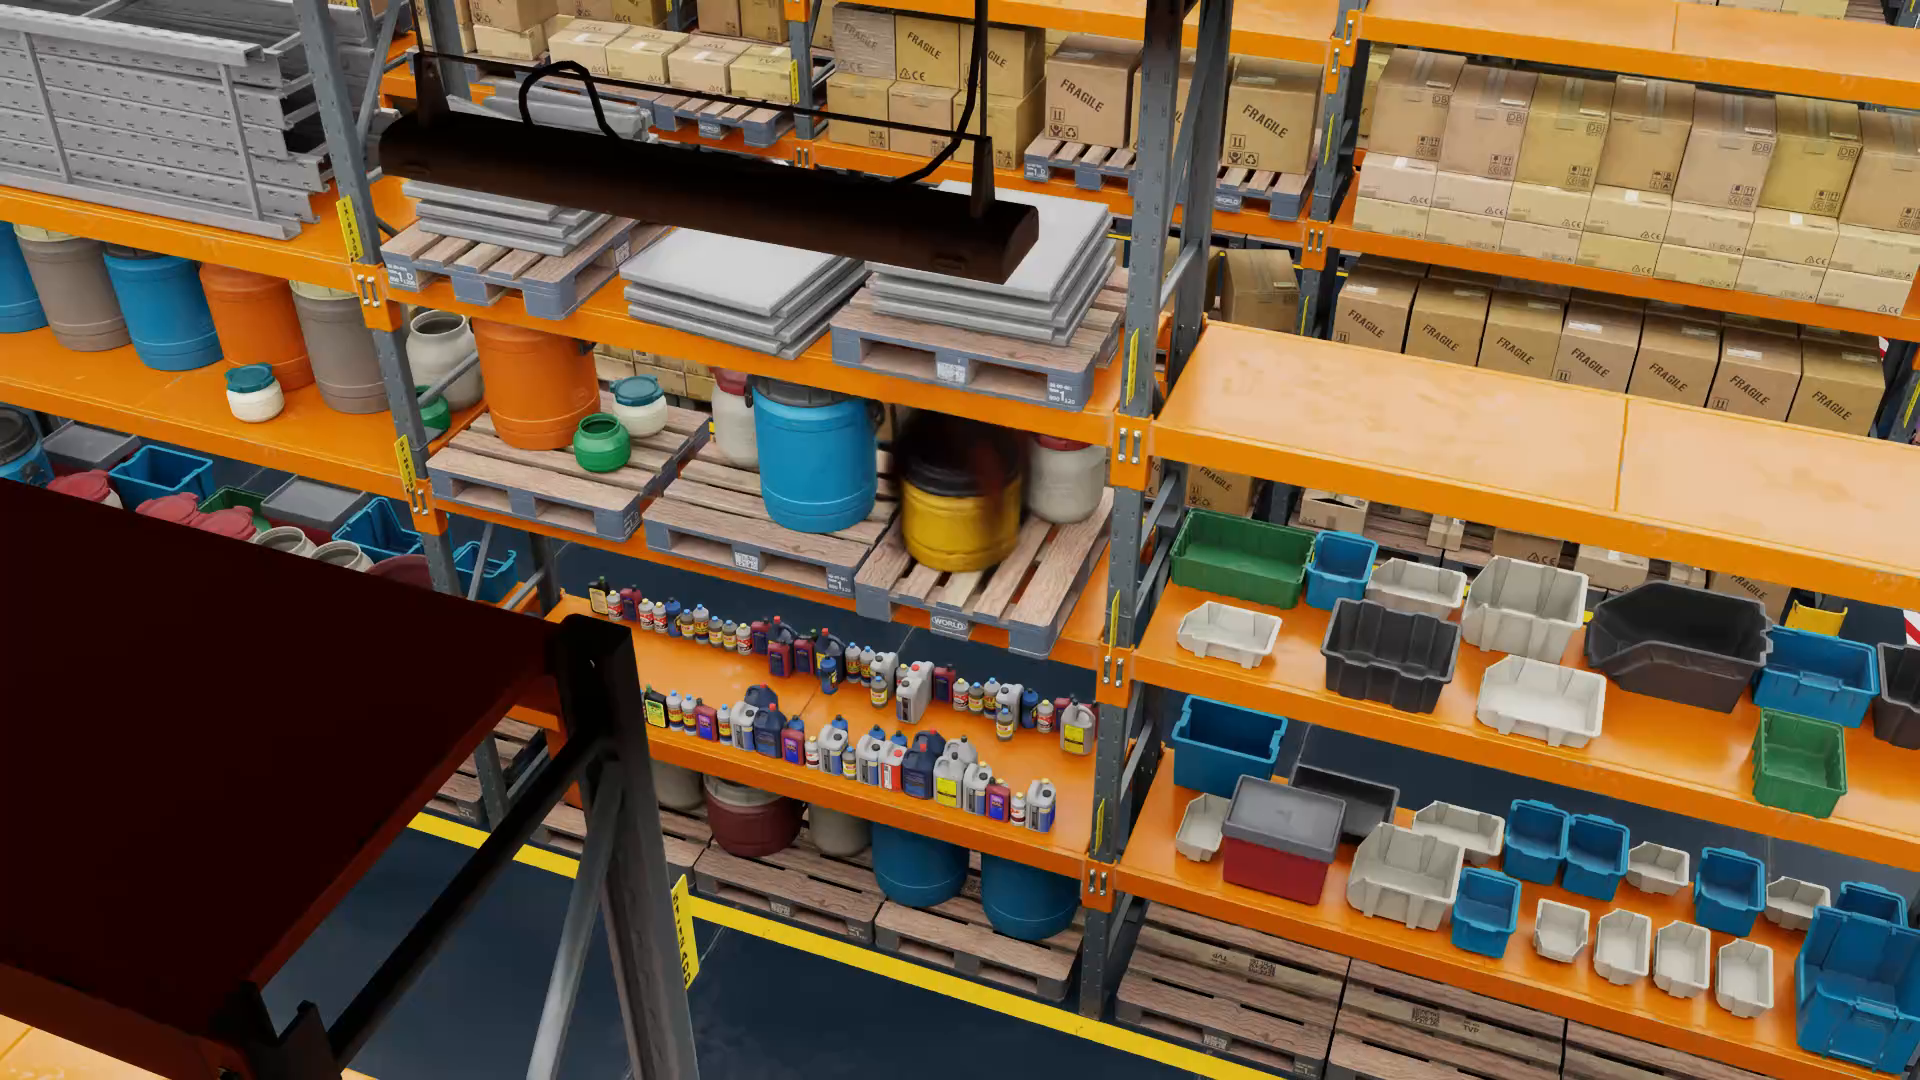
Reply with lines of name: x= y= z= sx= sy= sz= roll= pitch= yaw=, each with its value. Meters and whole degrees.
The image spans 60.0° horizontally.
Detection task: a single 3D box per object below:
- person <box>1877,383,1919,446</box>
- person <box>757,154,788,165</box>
person: x=7.656 y=-0.931 z=13.339 sx=0.485 sy=1.651 sz=0.496 roll=0 pitch=36 yaw=0
person: x=-1.843 y=-3.176 z=16.248 sx=0.483 sy=1.685 sz=0.492 roll=-22 pitch=42 yaw=-27
